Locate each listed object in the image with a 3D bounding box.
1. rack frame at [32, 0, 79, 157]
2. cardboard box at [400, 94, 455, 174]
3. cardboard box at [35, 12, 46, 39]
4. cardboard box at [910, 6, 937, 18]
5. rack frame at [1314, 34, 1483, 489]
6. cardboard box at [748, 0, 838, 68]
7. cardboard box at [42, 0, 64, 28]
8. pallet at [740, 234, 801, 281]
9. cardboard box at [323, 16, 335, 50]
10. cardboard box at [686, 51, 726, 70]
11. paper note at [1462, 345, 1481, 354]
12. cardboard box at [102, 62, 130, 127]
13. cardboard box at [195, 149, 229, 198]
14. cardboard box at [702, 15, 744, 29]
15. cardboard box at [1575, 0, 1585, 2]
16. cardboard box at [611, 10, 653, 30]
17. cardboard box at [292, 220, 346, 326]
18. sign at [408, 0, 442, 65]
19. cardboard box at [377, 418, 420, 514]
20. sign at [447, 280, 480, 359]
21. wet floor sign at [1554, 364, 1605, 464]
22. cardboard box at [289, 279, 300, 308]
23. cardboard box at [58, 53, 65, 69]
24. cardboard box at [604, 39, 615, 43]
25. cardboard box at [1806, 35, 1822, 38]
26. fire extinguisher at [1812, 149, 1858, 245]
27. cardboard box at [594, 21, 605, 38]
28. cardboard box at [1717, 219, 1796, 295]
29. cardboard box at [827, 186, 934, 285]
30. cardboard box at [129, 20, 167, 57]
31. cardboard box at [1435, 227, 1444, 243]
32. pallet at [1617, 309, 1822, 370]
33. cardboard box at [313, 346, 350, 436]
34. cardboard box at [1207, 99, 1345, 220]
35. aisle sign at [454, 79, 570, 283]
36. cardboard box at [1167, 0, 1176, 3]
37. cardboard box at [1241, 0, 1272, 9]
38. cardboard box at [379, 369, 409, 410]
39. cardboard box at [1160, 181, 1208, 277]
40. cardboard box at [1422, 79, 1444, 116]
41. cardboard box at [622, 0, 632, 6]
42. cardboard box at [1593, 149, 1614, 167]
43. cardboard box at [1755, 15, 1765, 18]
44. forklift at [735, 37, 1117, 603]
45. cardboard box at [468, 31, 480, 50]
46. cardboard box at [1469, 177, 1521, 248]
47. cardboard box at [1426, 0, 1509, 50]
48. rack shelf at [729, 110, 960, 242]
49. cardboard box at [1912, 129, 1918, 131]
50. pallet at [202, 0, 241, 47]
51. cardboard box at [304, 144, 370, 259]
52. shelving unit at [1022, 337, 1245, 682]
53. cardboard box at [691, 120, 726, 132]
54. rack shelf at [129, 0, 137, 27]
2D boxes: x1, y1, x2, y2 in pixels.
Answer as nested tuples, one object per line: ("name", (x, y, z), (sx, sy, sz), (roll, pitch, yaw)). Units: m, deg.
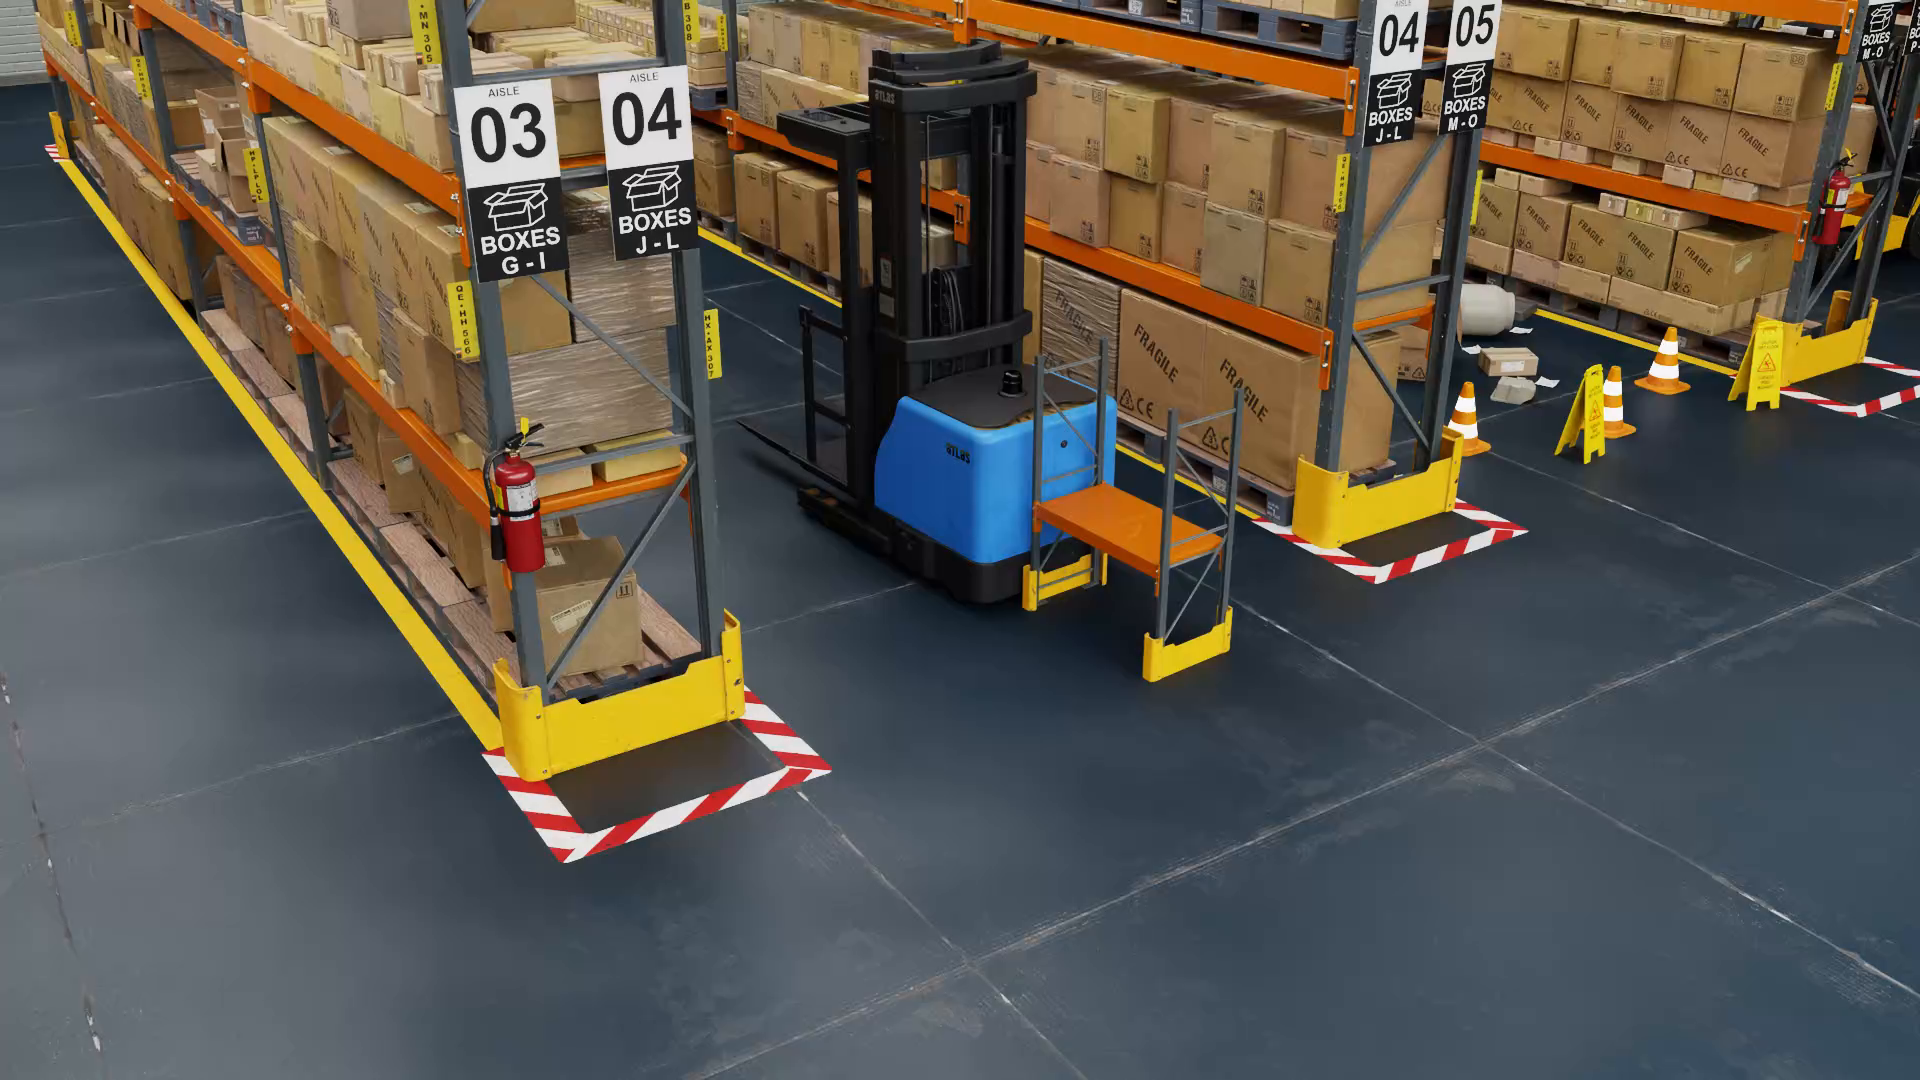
("rack frame", (-10.336, -6.099, 19.656), (1.000, 3.000, 0.127), (-16, 29, -30))
("cardboard box", (-2.078, -1.778, 7.165), (0.500, 0.250, 0.500), (-15, 29, -28))
("cardboard box", (-10.300, -5.931, 19.128), (0.500, 0.250, 0.500), (-16, 30, -31))
("cardboard box", (-0.317, -7.129, 21.722), (0.500, 0.500, 0.500), (-15, 29, -29))
("rack frame", (2.609, -1.496, 9.906), (1.000, 3.000, 0.127), (-16, 29, -30))
("cardboard box", (-1.521, -4.692, 15.387), (0.700, 0.500, 0.500), (-16, 29, -30))
("cardboard box", (-9.740, -5.908, 18.199), (0.500, 0.500, 0.500), (-16, 30, -31))
("pallet", (-1.391, -2.797, 15.928), (1.003, 0.211, 1.213), (-16, 29, -30))
("cardboard box", (-2.954, -2.546, 8.325), (0.380, 0.149, 0.250), (-15, 29, -28))
("cardboard box", (-2.409, -4.639, 16.017), (0.380, 0.149, 0.250), (-15, 29, -29))
("paper note", (4.179, -1.551, 13.513), (0.148, 0.019, 0.142), (-6, 26, -12))
("cardboard box", (-7.563, -4.132, 15.372), (0.500, 0.500, 0.500), (-16, 30, -31))
("cardboard box", (-5.247, -2.707, 12.154), (0.500, 0.250, 0.500), (-16, 30, -31))
("cardboard box", (-2.421, -5.289, 17.045), (0.380, 0.149, 0.250), (-14, 29, -27))
("cardboard box", (7.354, -6.332, 19.271), (0.380, 0.149, 0.250), (-16, 29, -30))
("cardboard box", (-3.405, -5.423, 17.330), (0.380, 0.149, 0.250), (-14, 29, -28))
("cardboard box", (-3.348, -1.624, 9.712), (0.875, 0.500, 0.500), (-16, 29, -30))
("sign", (-2.078, -2.011, 6.445), (0.100, 0.325, 0.005), (-16, 29, -30))
("cardboard box", (-3.282, -0.511, 10.255), (0.500, 0.500, 0.500), (-6, 26, -13))
("sign", (-2.078, -0.921, 6.960), (0.100, 0.325, 0.005), (-16, 29, -30))
("wet floor sign", (4.284, -0.883, 11.364), (0.267, 0.644, 0.232), (-22, 33, -38))
("cardboard box", (-3.920, -1.546, 10.306), (0.380, 0.149, 0.250), (-16, 29, -30))
("cardboard box", (-9.578, -5.232, 18.113), (0.380, 0.149, 0.250), (-16, 30, -31))
("cardboard box", (-3.547, -5.247, 17.654), (0.380, 0.149, 0.250), (-17, 30, -32))
("cardboard box", (8.996, -4.918, 17.037), (0.500, 0.500, 0.500), (-15, 29, -29))
("fire extinguisher", (6.378, -2.503, 12.128), (0.296, 0.674, 0.183), (-16, 29, -30))
("cardboard box", (-3.685, -5.474, 17.785), (0.380, 0.149, 0.250), (-17, 30, -32))
("cardboard box", (6.479, -2.333, 13.528), (0.500, 0.500, 0.500), (-17, 30, -31))
("cardboard box", (-0.512, -2.646, 14.485), (1.050, 0.750, 0.750), (-16, 29, -30))
("cardboard box", (-6.708, -4.236, 14.416), (0.797, 0.503, 0.637), (-15, 29, -28))
("cardboard box", (4.613, -2.789, 15.373), (0.500, 0.250, 0.500), (-17, 30, -32))
("pallet", (6.246, -1.751, 13.712), (1.003, 0.211, 1.213), (-16, 29, -30))
("cardboard box", (-4.103, -1.100, 11.480), (0.700, 0.500, 0.500), (-18, 31, -33))
("cardboard box", (2.061, -2.369, 10.314), (0.875, 0.550, 0.550), (-16, 29, -30))
("aisle sign", (-1.819, -1.460, 6.784), (0.394, 0.787, 0.004), (-16, 29, -30))
("cardboard box", (2.386, -5.702, 17.857), (0.500, 0.500, 0.500), (-16, 30, -31))
("cardboard box", (1.866, -3.196, 9.678), (0.380, 0.149, 0.250), (-15, 29, -29))
("cardboard box", (-2.837, -0.829, 8.786), (0.380, 0.149, 0.250), (-16, 29, -30))
("cardboard box", (1.849, -2.107, 11.025), (0.875, 0.550, 0.550), (-16, 29, -30))
("cardboard box", (4.524, -4.074, 14.901), (0.500, 0.500, 0.500), (-16, 29, -30))
("cardboard box", (-3.559, -6.035, 18.627), (0.380, 0.149, 0.250), (-14, 29, -27))
("cardboard box", (5.500, -3.207, 13.825), (0.380, 0.149, 0.250), (-16, 29, -30))
("cardboard box", (8.662, -5.789, 18.122), (0.380, 0.149, 0.250), (-16, 30, -31))
("forklift", (-0.377, -1.538, 10.074), (1.130, 2.935, 3.031), (-18, 31, -33))
("cardboard box", (-2.240, -2.471, 8.165), (0.380, 0.149, 0.250), (-17, 30, -32))
("cardboard box", (4.916, -2.939, 14.813), (0.500, 0.500, 0.500), (-14, 29, -28))
("cardboard box", (4.576, -4.541, 14.718), (0.700, 0.500, 0.500), (-16, 30, -30))
("rack shelf", (-0.666, -3.317, 14.605), (1.077, 0.370, 4.000), (-16, 29, -30))
("cardboard box", (9.940, -4.003, 16.773), (0.500, 0.250, 0.500), (-16, 30, -31))
("pallet", (-4.033, -3.324, 10.484), (1.213, 0.211, 1.003), (-16, 29, -30))
("cardboard box", (-3.206, -1.861, 9.042), (0.500, 0.500, 0.500), (-16, 29, -30))
("shelving unit", (0.906, -0.192, 8.901), (0.587, 1.500, 1.083), (-18, 31, -33))
("cardboard box", (-2.636, -4.118, 17.017), (0.500, 0.250, 0.500), (-15, 29, -29))
("rack shelf", (-7.061, -4.984, 14.623), (1.077, 0.370, 4.000), (-16, 29, -30))
